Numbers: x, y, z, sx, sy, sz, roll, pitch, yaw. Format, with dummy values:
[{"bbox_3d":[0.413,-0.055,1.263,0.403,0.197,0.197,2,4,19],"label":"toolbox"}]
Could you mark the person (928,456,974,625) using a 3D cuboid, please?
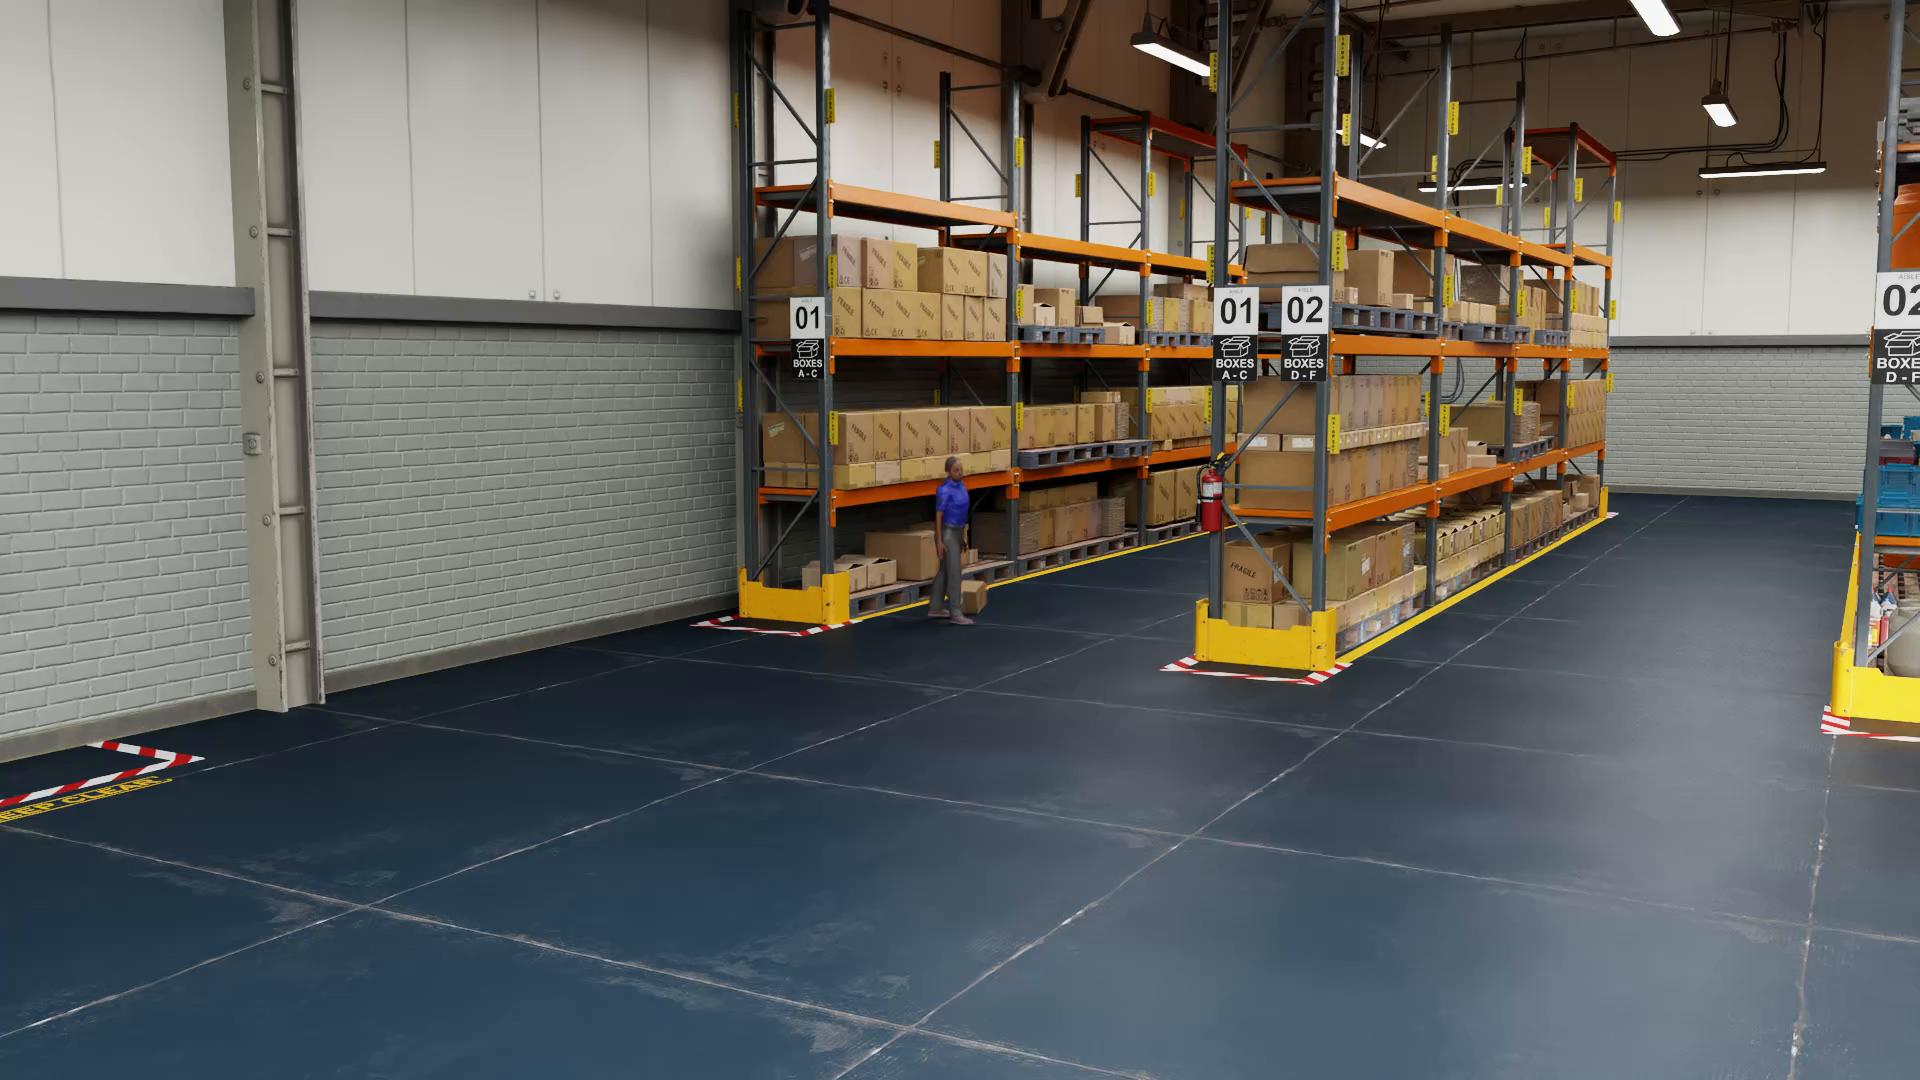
[{"bbox_3d":[-0.078,0.003,16.440,0.600,1.623,0.522,3,7,25],"label":"person"}]
